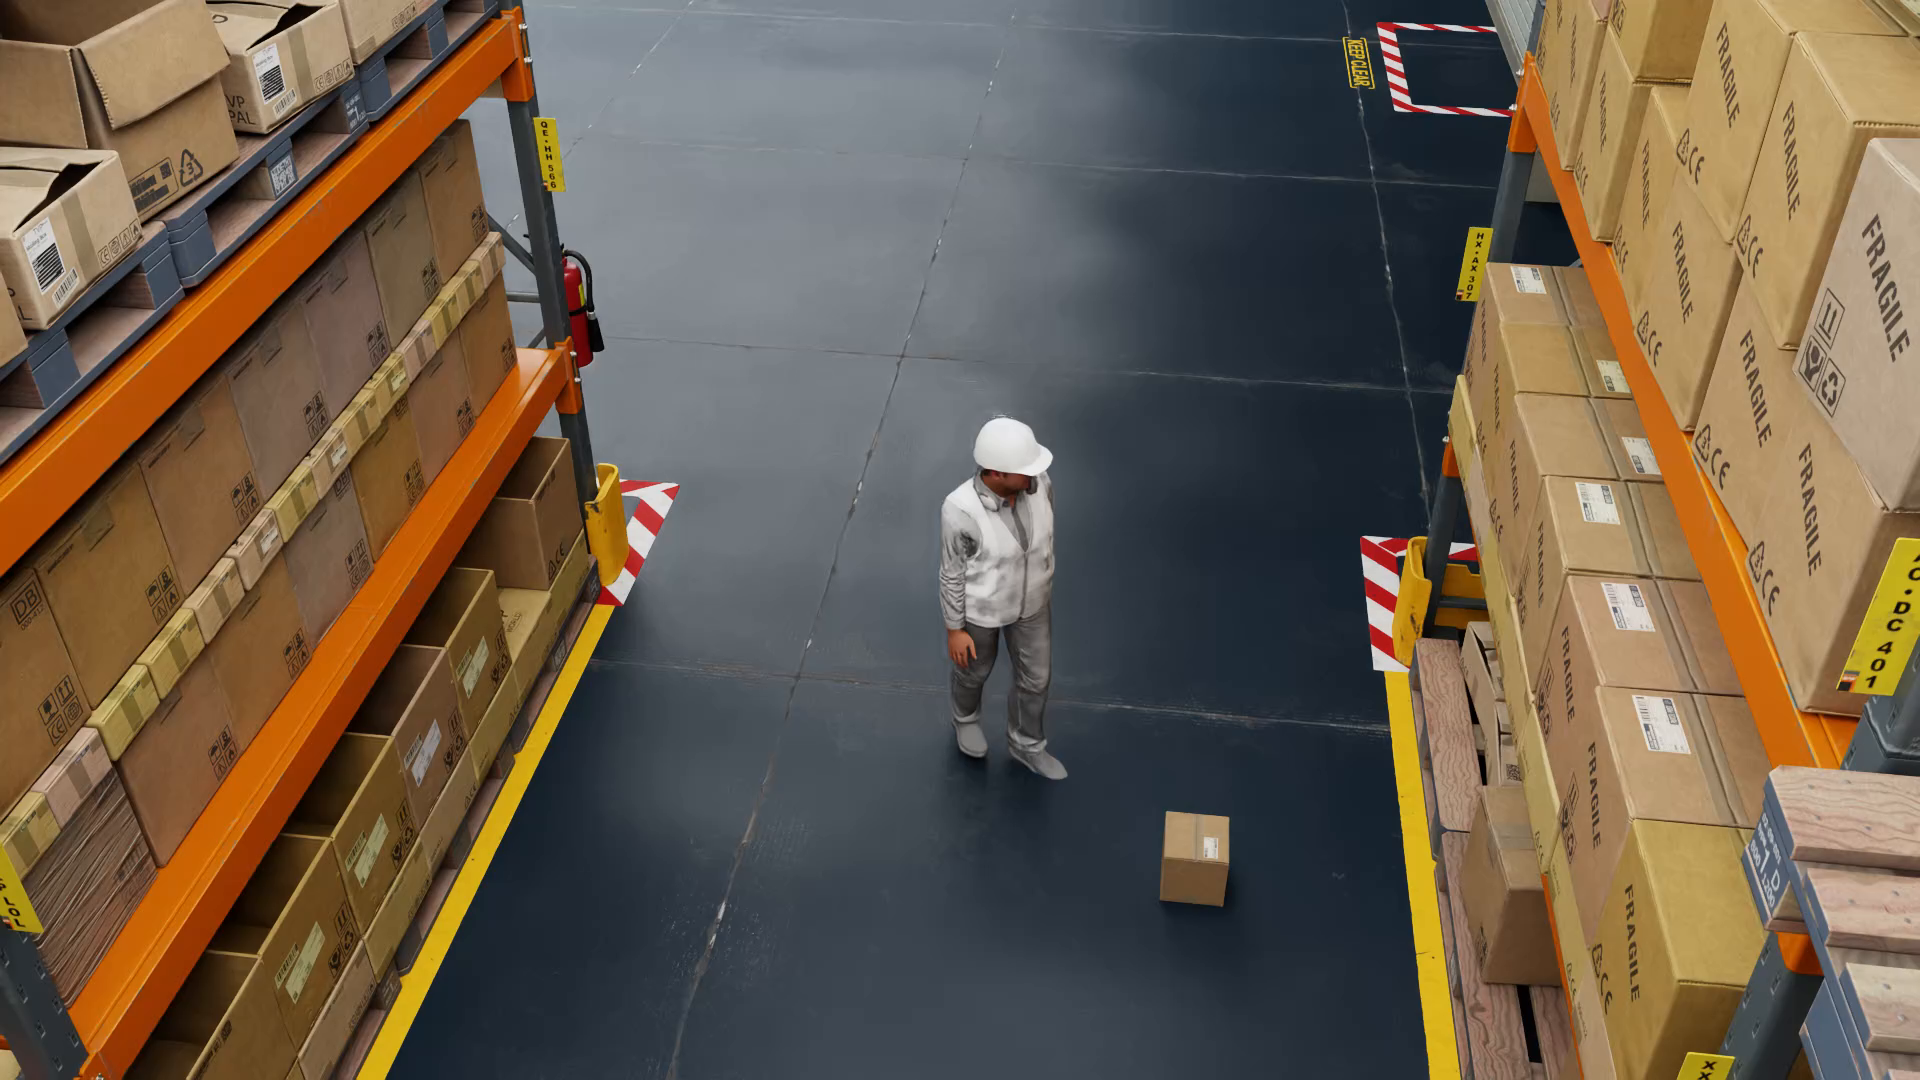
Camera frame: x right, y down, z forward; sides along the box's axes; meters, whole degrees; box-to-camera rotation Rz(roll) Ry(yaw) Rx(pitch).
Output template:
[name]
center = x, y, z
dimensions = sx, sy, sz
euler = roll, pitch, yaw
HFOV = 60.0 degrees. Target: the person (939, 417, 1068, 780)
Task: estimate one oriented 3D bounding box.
[person]
center = 0.128, 0.241, 6.715
dimensions = 0.557, 1.824, 0.563
euler = -18, 40, -23
